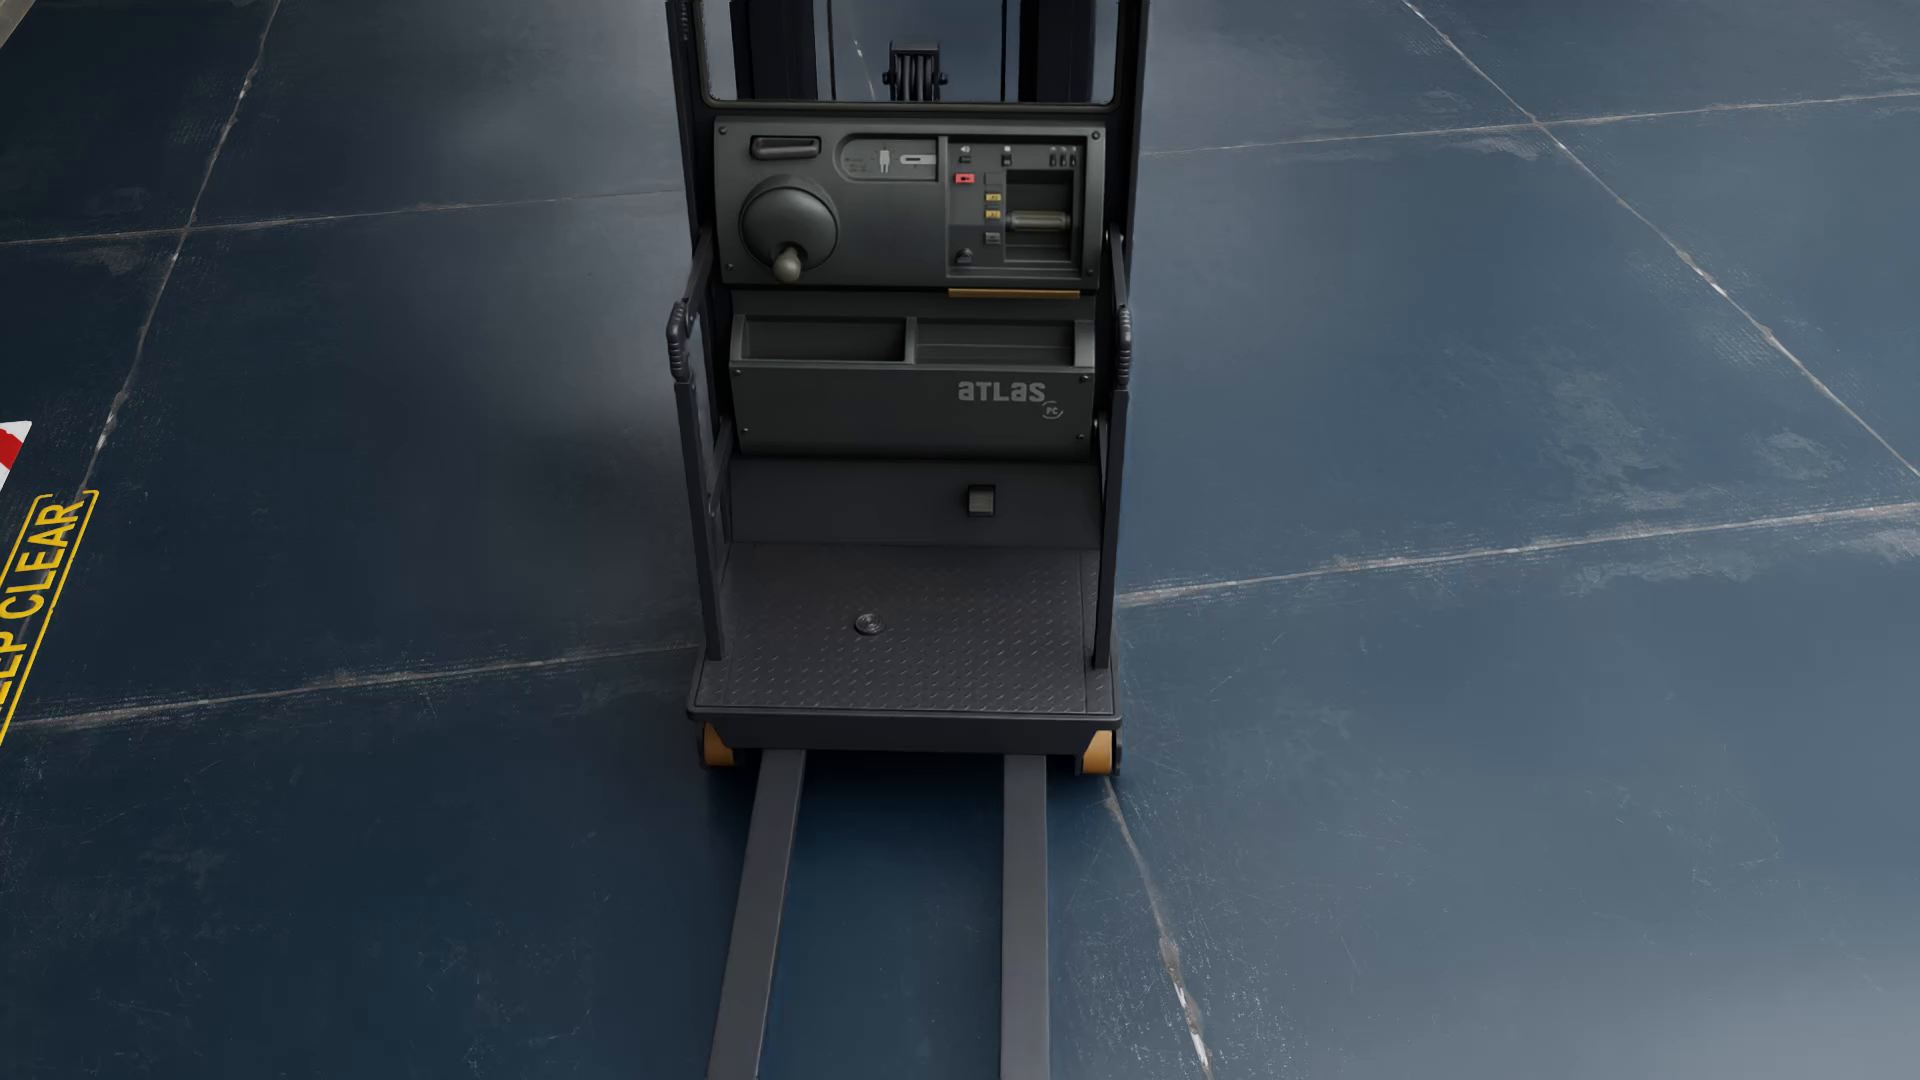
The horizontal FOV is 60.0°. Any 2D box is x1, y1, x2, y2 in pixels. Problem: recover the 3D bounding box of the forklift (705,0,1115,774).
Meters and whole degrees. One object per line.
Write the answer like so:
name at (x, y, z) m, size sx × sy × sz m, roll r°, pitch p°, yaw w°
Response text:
forklift at (-0.130, -0.733, 3.804) m, size 1.121 × 2.935 × 3.031 m, roll 1°, pitch 38°, yaw 1°
